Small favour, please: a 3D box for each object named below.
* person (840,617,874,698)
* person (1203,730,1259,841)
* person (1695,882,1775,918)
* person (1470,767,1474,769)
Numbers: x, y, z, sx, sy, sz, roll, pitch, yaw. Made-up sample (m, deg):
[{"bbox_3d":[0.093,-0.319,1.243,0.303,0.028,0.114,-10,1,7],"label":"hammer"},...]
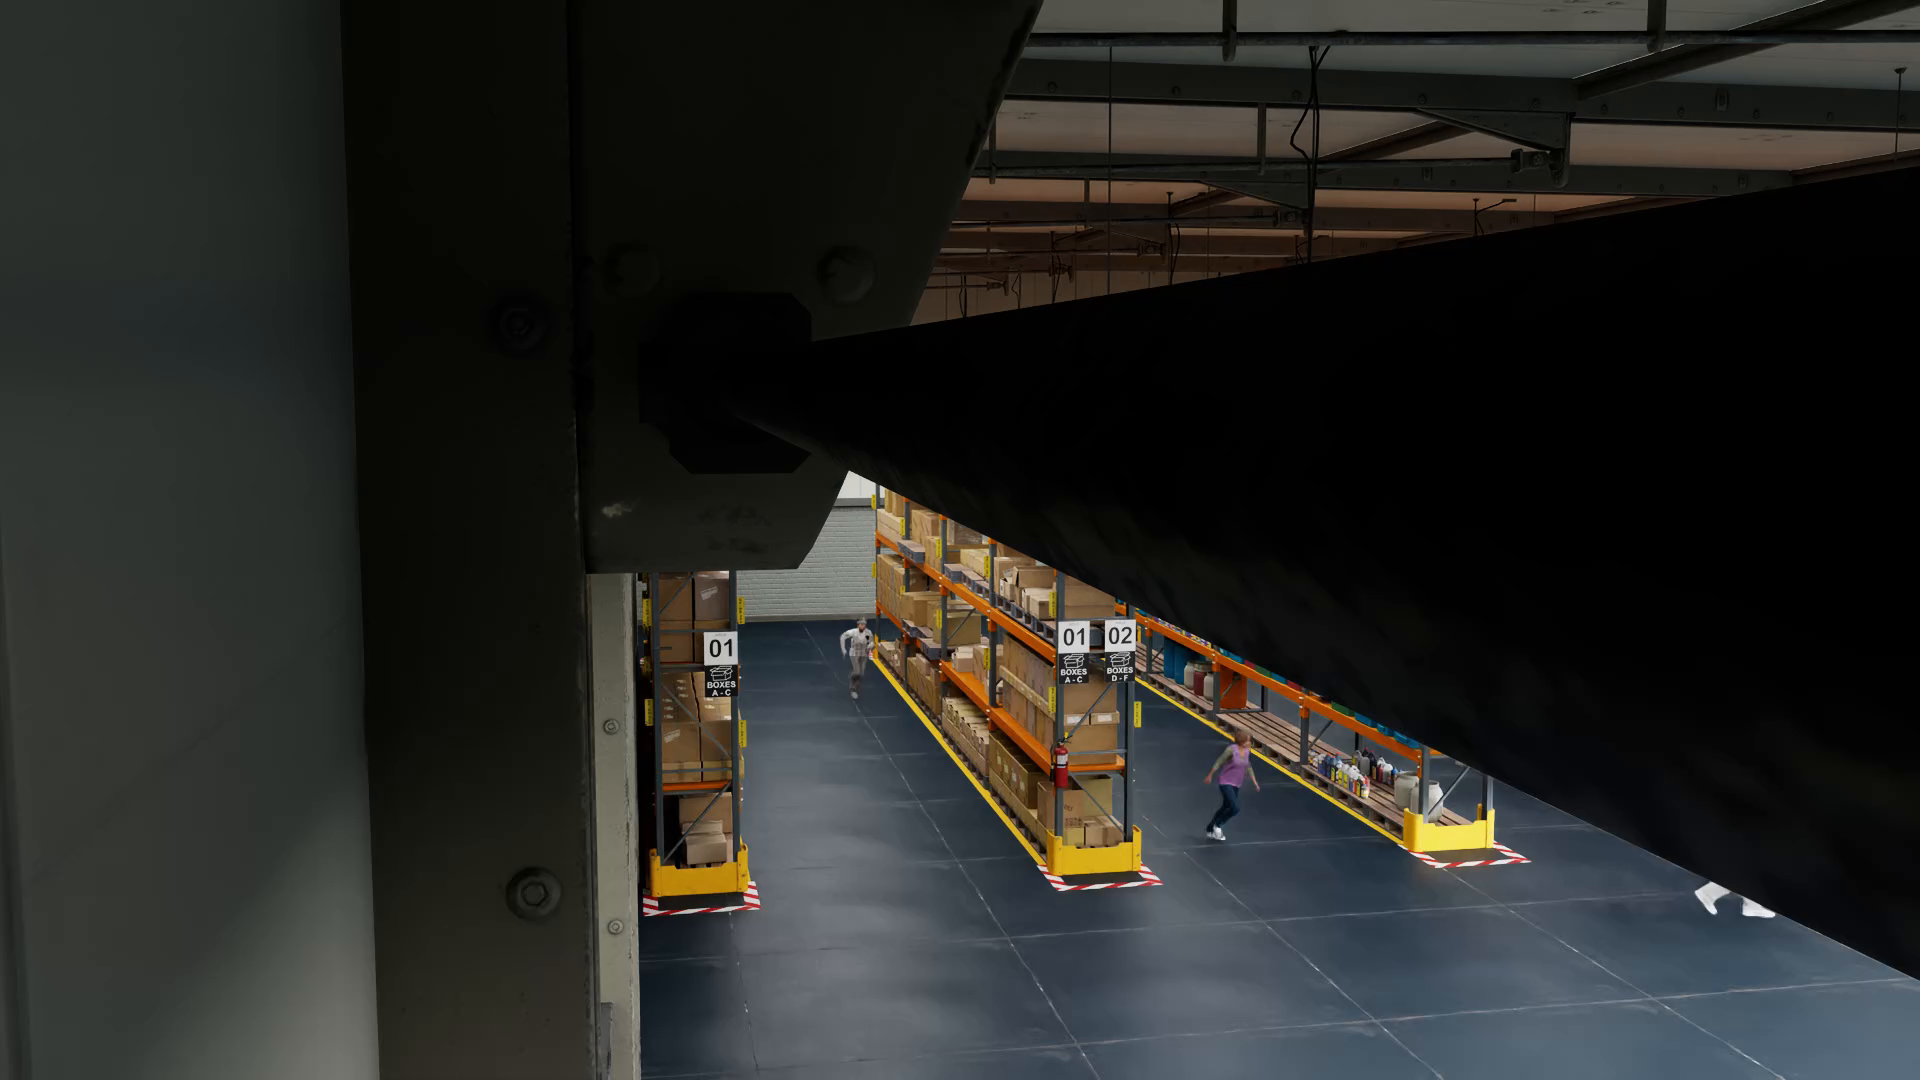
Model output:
[{"bbox_3d":[-1.942,2.260,31.928,0.608,1.613,0.684,-3,6,-25],"label":"person"},{"bbox_3d":[3.646,3.287,22.255,0.514,1.526,0.682,-5,8,-40],"label":"person"},{"bbox_3d":[8.966,3.505,19.170,0.933,1.743,0.706,1,6,8],"label":"person"},{"bbox_3d":[8.404,2.886,26.081,0.658,1.618,0.830,0,6,-2],"label":"person"}]
